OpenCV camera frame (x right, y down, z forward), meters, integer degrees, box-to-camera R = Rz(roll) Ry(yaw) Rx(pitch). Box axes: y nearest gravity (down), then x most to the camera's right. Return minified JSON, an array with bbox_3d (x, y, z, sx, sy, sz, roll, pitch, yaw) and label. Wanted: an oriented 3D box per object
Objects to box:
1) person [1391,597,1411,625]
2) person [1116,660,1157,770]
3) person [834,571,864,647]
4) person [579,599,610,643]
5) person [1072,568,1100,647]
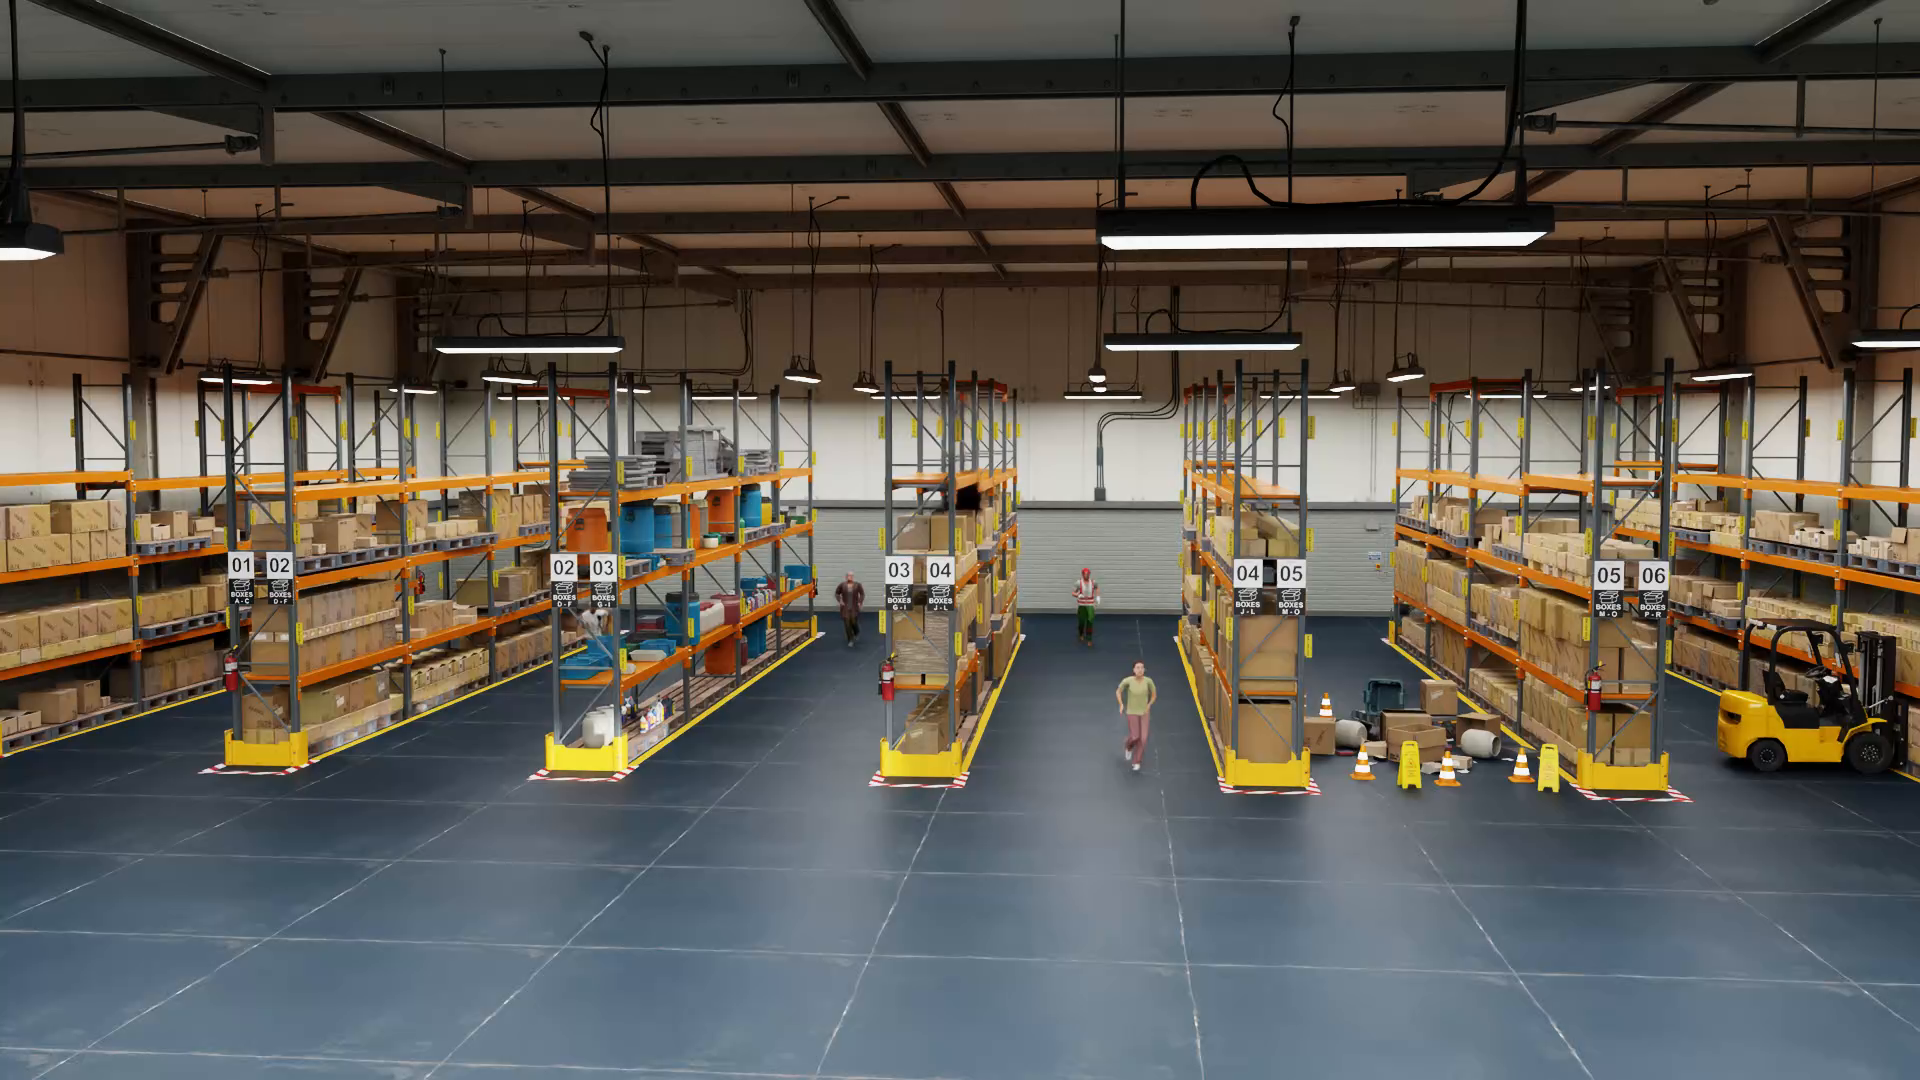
[{"bbox_3d":[10.754,1.487,40.438,0.537,1.699,0.764,3,5,35],"label":"person"},{"bbox_3d":[2.629,2.581,24.607,0.586,1.628,0.560,0,4,-6],"label":"person"},{"bbox_3d":[-2.568,1.641,38.622,0.699,1.666,0.679,0,4,-4],"label":"person"},{"bbox_3d":[-7.359,1.966,33.533,0.558,1.623,0.868,0,4,0],"label":"person"},{"bbox_3d":[2.936,1.558,38.816,0.680,1.839,0.842,0,4,-3],"label":"person"}]
